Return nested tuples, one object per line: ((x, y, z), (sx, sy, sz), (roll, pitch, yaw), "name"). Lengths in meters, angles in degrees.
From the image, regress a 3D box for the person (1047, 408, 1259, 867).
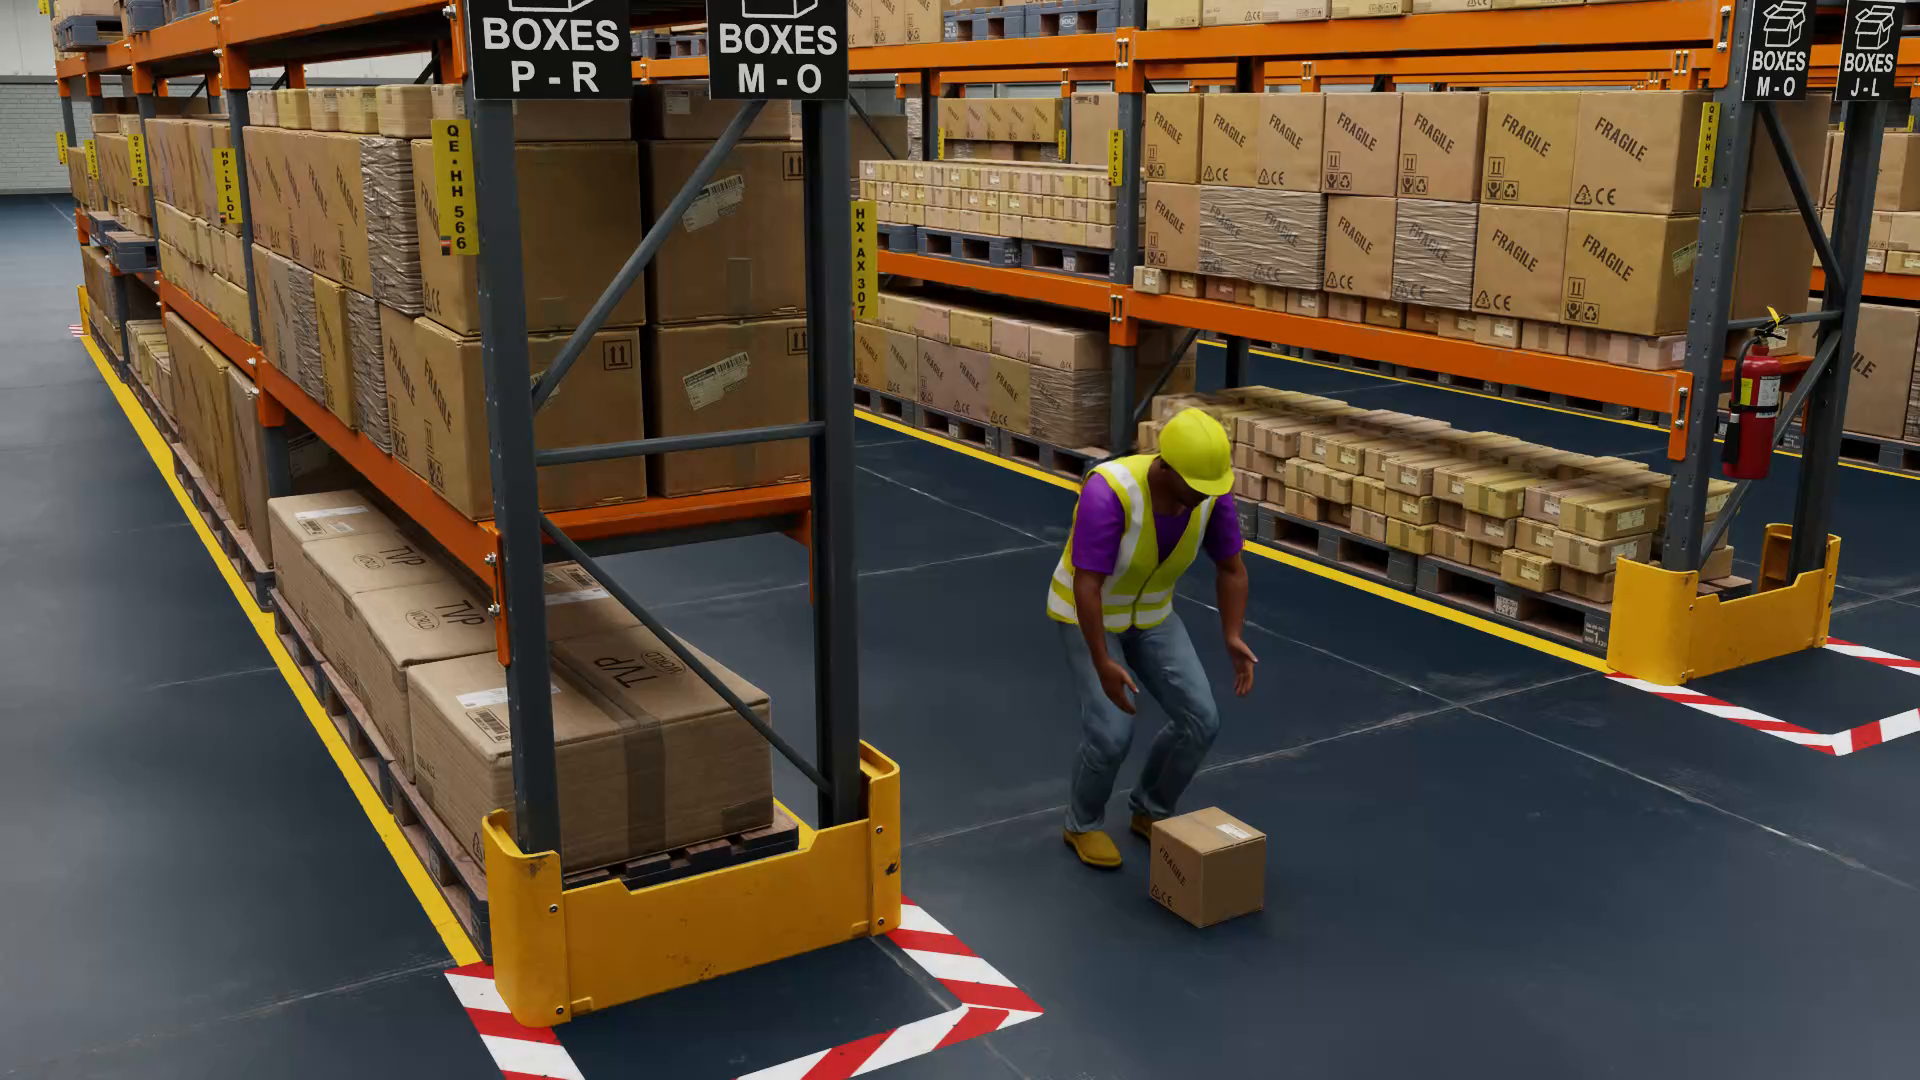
((0.610, 0.293, 5.345), (0.627, 1.517, 0.687), (-7, 16, -24), "person")
